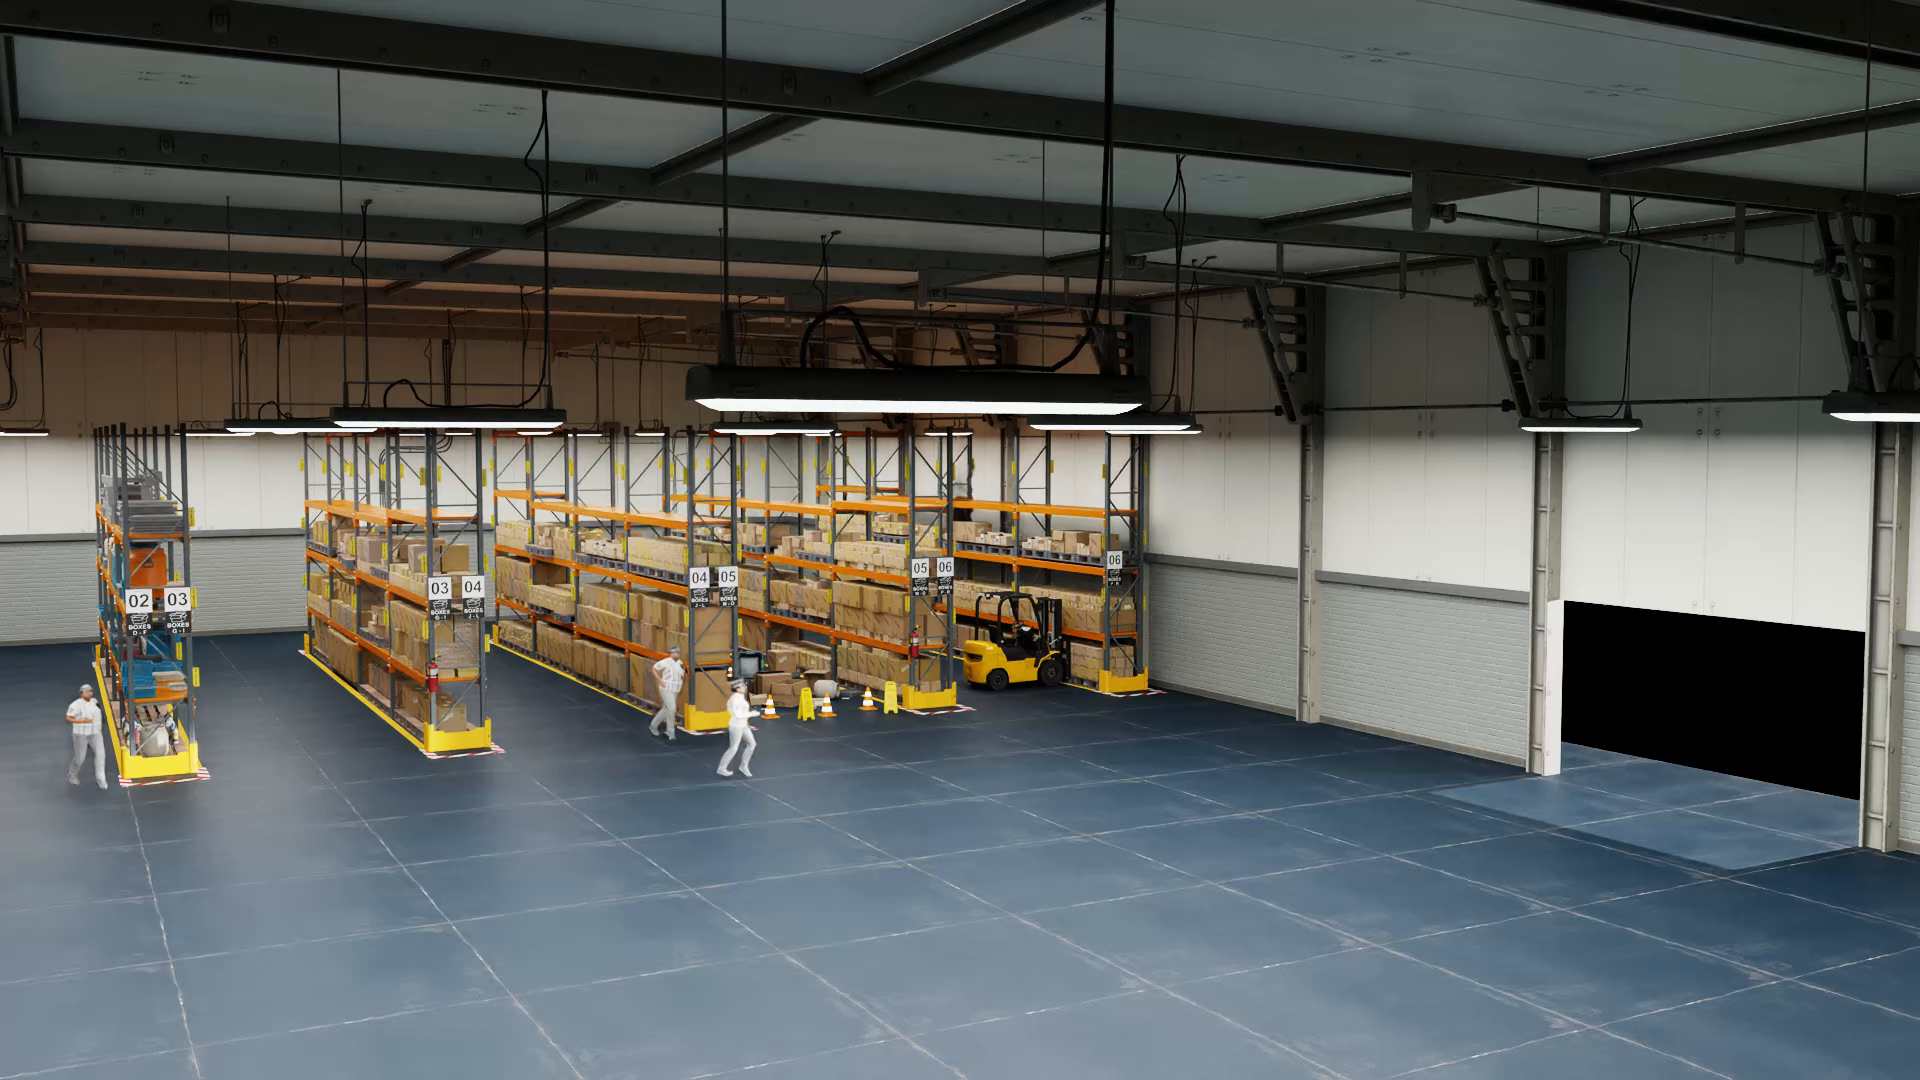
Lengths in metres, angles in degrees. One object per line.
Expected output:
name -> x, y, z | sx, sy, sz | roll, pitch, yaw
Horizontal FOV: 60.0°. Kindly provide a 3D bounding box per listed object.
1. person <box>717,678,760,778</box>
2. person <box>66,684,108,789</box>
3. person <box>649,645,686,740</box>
person -> -3.731, 3.184, 28.078 | 0.753, 1.726, 0.561 | 0, 3, 5
person -> -14.366, 3.221, 27.359 | 0.826, 1.694, 0.612 | 3, 4, 37
person -> -5.607, 2.924, 32.049 | 0.777, 1.833, 0.675 | 2, 4, 28
